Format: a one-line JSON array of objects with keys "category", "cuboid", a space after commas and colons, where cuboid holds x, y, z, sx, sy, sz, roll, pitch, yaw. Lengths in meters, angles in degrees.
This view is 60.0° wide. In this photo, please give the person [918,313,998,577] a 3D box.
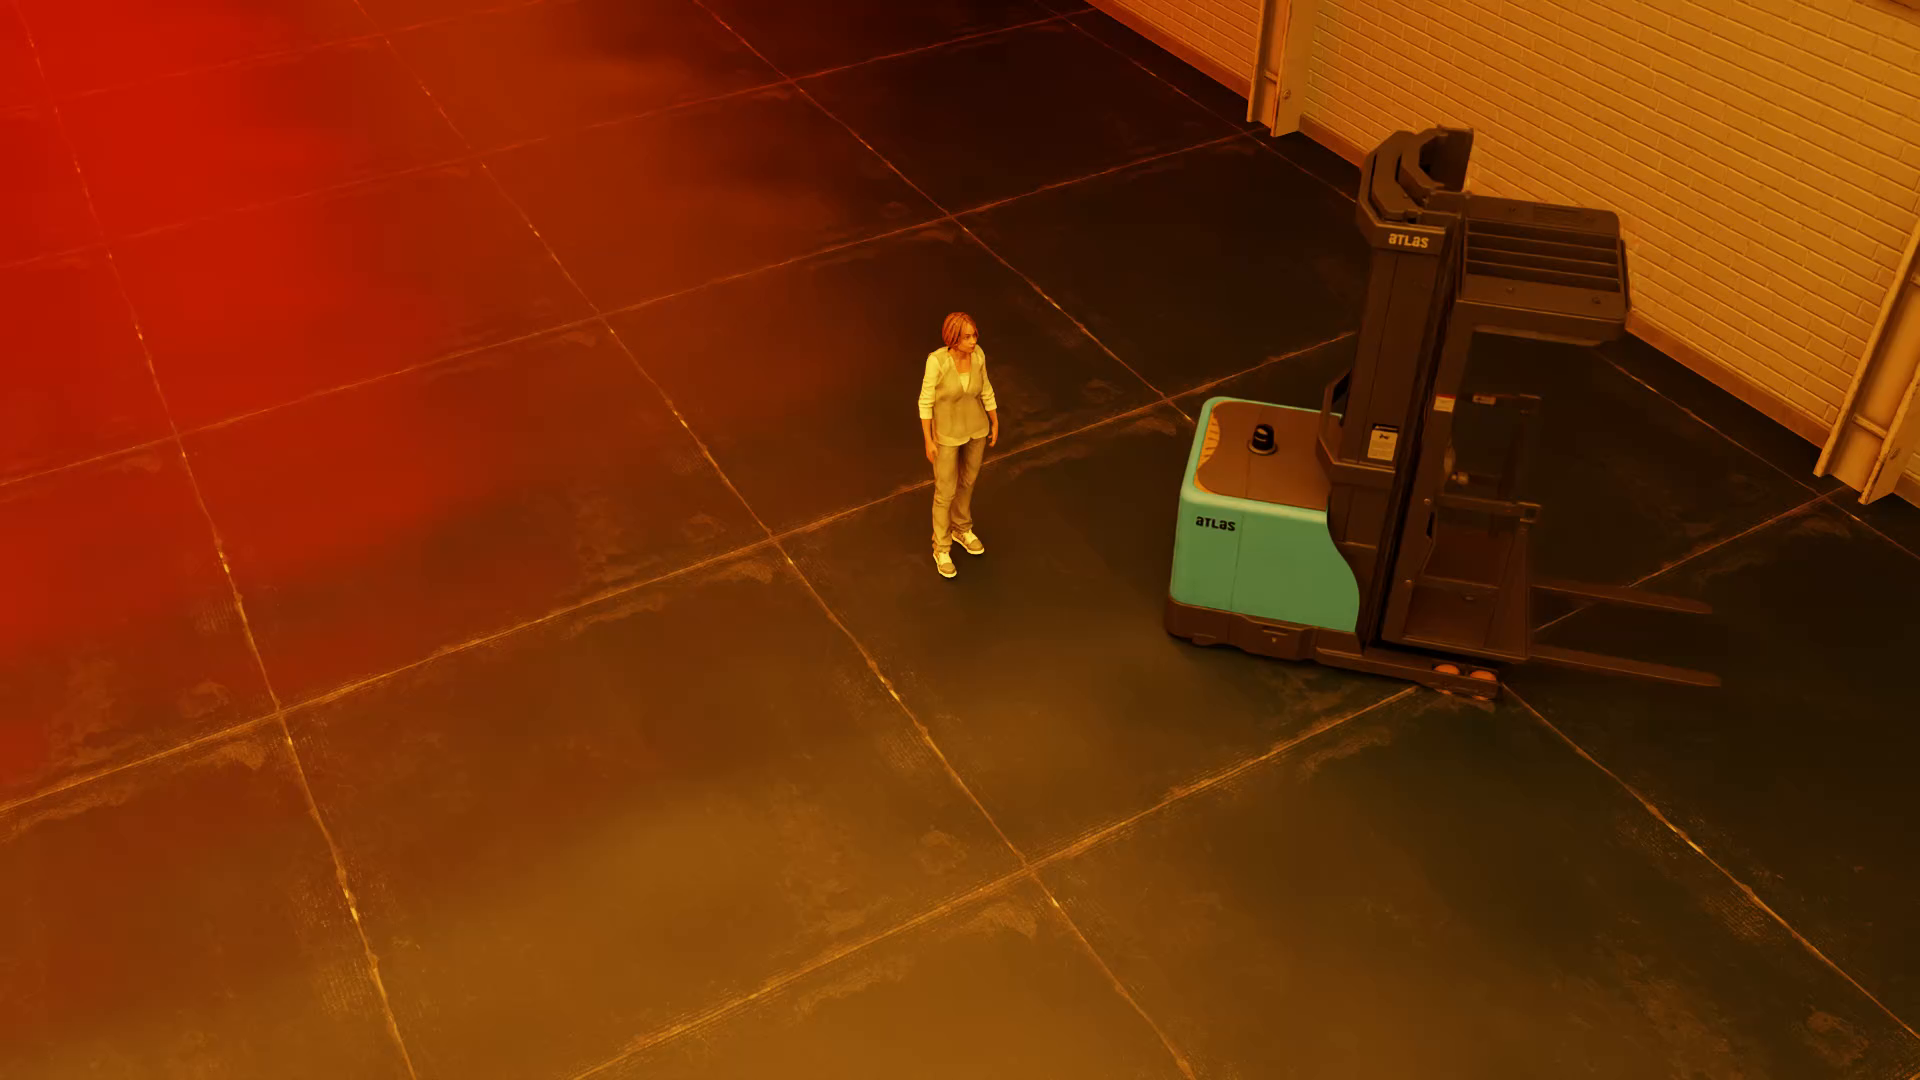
[{"category": "person", "cuboid": [0.025, -0.575, 9.763, 0.521, 1.596, 0.475, -20, 44, -23]}]

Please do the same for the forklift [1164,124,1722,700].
[{"category": "forklift", "cuboid": [2.756, -0.615, 8.778, 3.031, 2.935, 1.130, 10, 41, 11]}]
